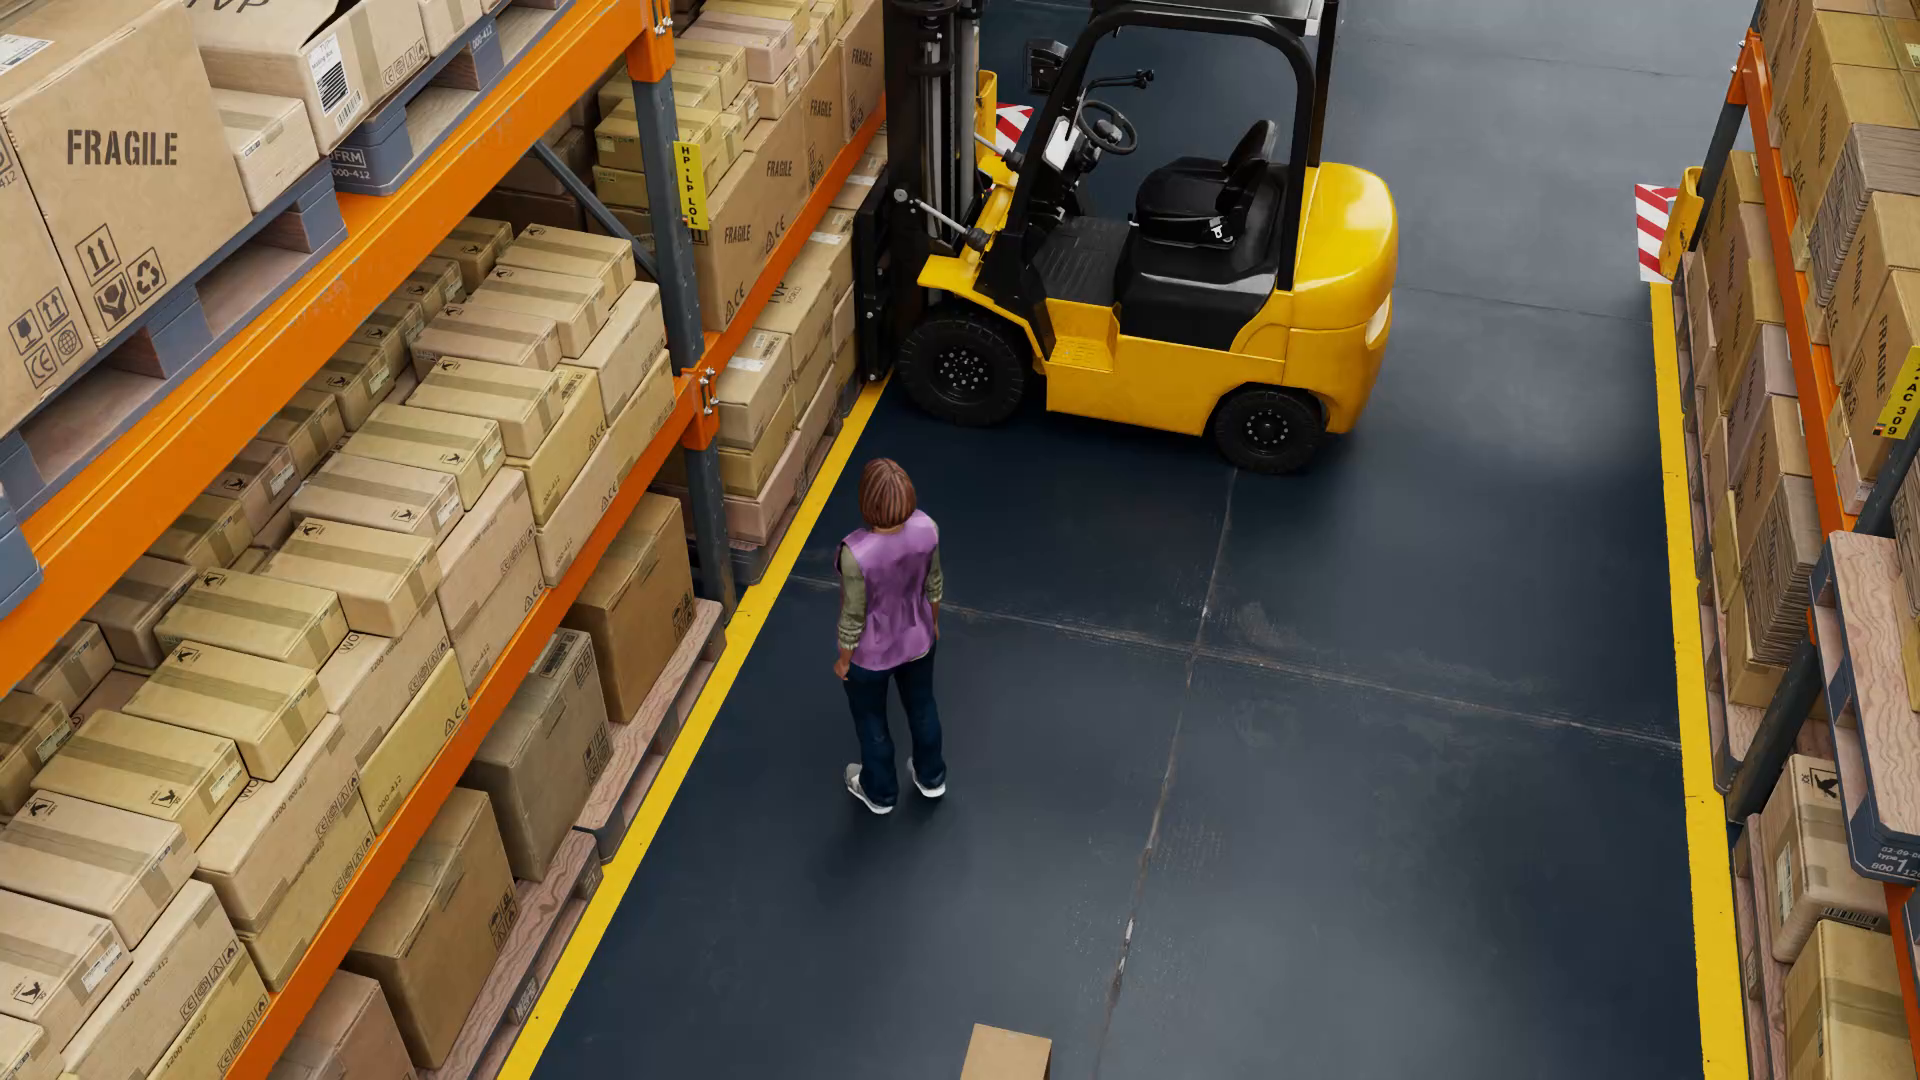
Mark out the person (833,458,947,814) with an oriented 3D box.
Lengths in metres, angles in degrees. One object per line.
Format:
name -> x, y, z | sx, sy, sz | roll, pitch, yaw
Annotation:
person -> -0.258, 0.358, 5.784 | 0.413, 1.639, 0.334 | -23, 47, -24
